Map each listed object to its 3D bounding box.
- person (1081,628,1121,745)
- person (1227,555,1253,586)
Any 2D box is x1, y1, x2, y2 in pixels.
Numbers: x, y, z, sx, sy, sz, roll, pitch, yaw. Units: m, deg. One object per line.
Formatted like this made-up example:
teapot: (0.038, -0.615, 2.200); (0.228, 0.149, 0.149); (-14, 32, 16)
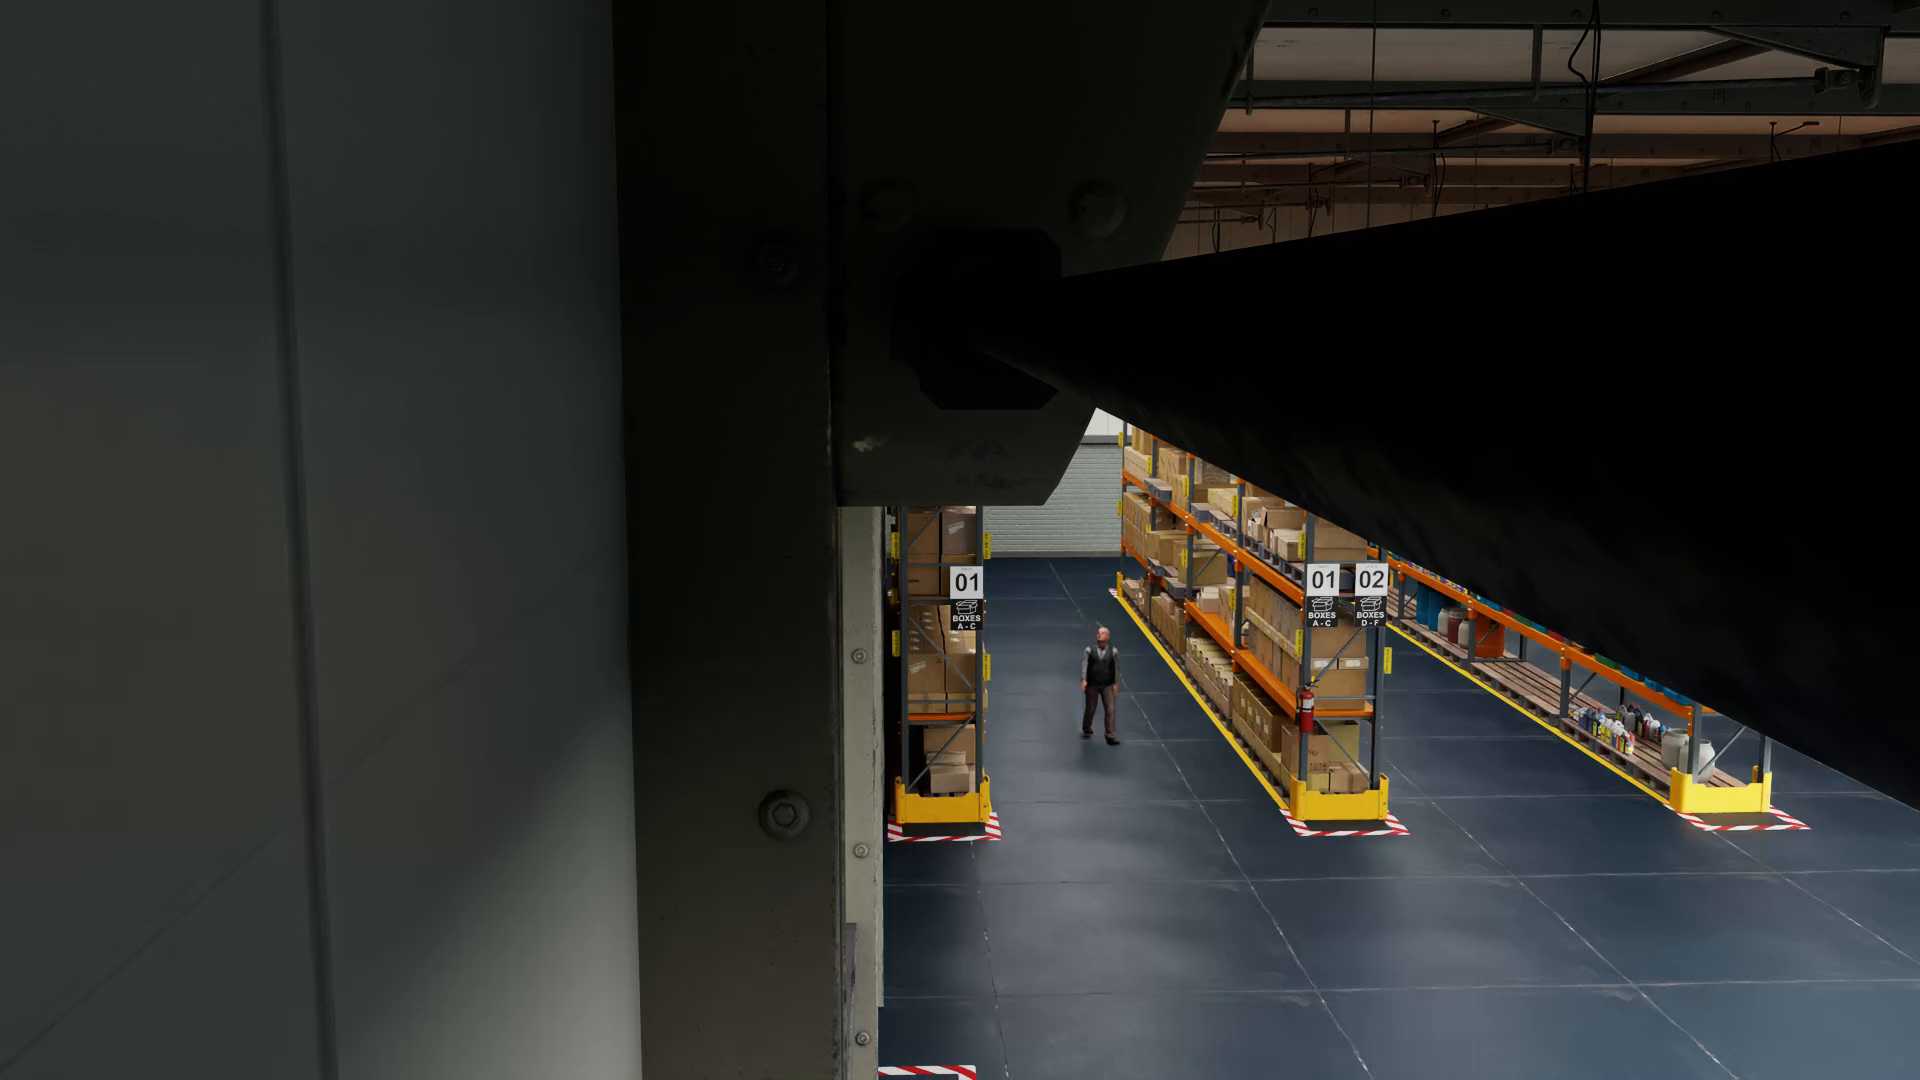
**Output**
person: (2.039, 2.152, 24.194); (0.637, 1.605, 1.000); (-2, 8, -14)
person: (5.607, 0.838, 33.188); (0.576, 1.609, 1.028); (0, 8, -2)
